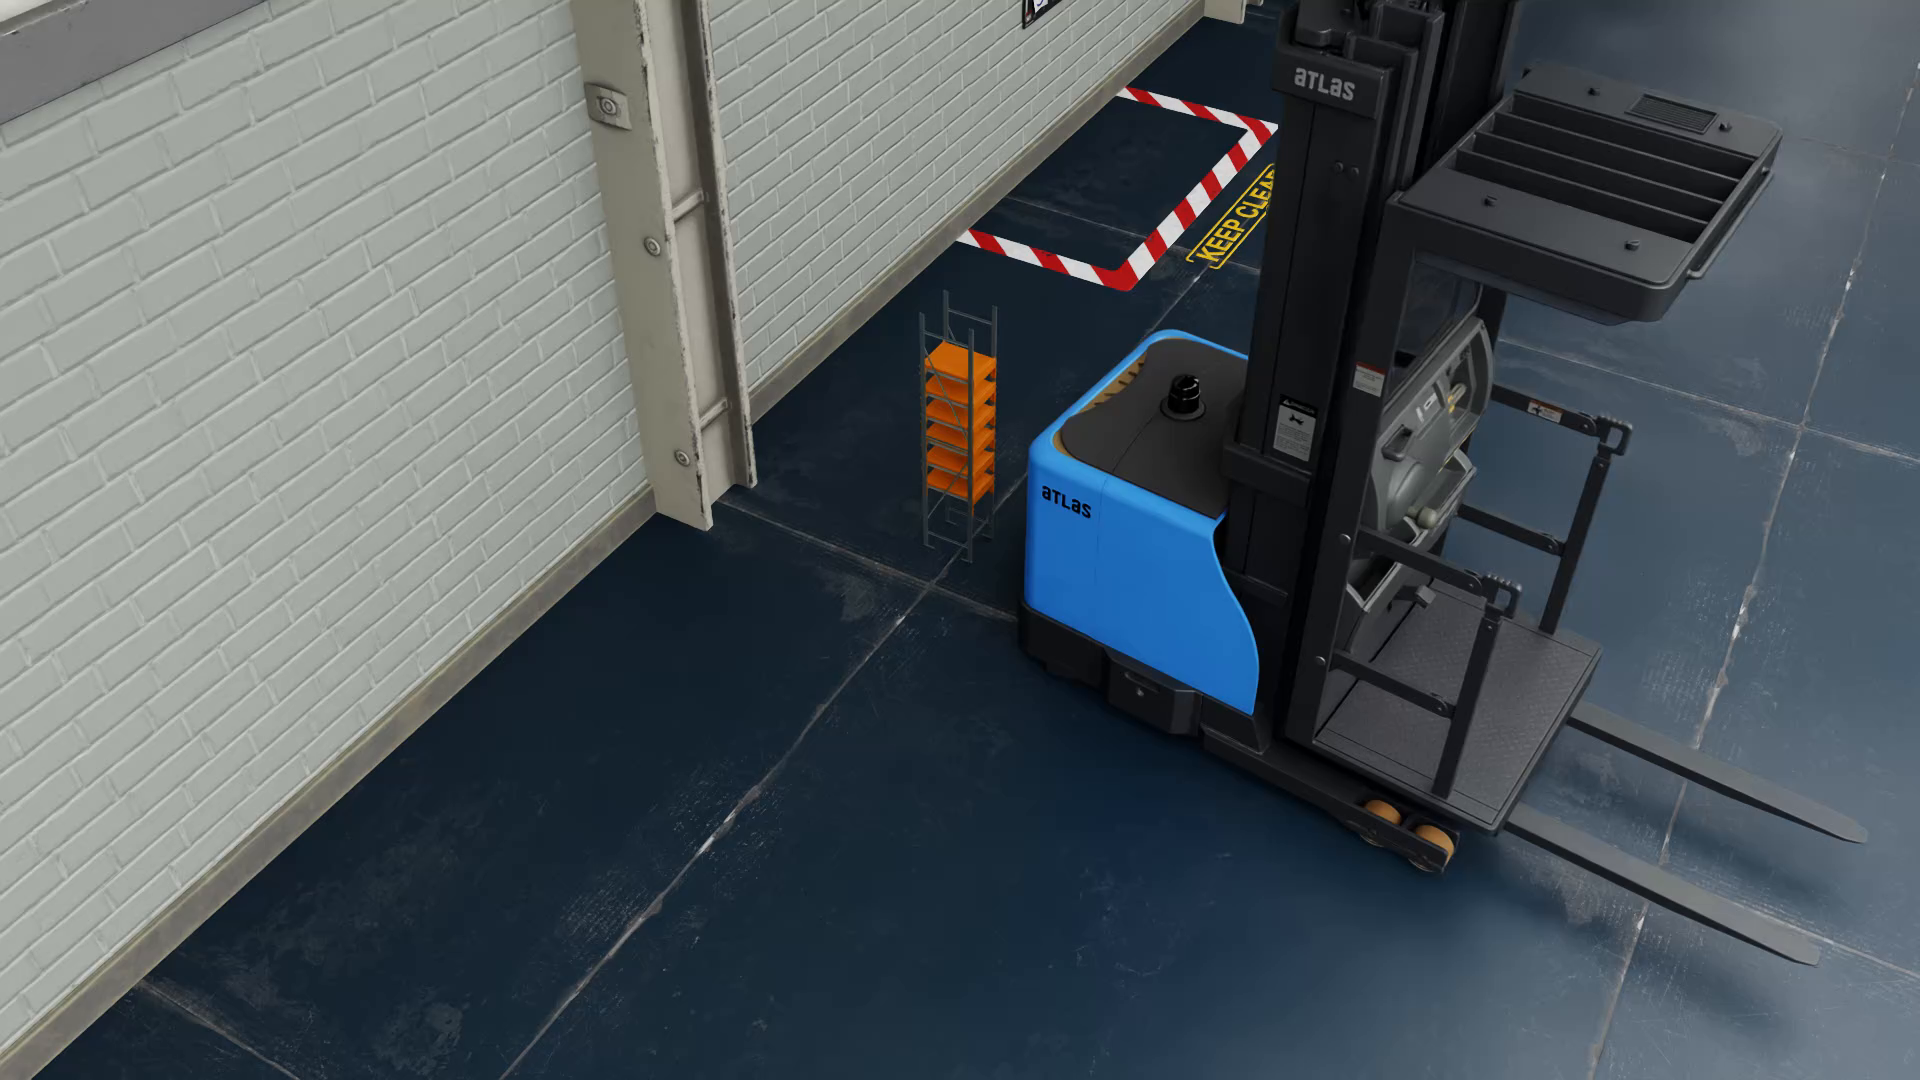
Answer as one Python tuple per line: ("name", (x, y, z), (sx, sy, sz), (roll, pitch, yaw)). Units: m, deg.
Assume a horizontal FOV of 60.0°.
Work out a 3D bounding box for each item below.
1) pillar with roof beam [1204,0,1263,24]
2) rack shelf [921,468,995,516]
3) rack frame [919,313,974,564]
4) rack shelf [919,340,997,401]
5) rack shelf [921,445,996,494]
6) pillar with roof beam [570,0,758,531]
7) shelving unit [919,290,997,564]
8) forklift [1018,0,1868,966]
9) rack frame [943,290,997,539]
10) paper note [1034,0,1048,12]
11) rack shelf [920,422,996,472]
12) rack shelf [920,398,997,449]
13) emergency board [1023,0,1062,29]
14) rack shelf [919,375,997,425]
("pillar with roof beam", (5.583, -5.588, 6.787), (9.100, 9.000, 0.400), (21, 45, 22))
("rack shelf", (-0.007, -0.229, 7.032), (0.258, 0.103, 0.180), (21, 45, 22))
("rack frame", (-0.053, -0.390, 6.785), (0.240, 1.200, 0.006), (21, 45, 22))
("rack shelf", (-0.007, -0.679, 6.636), (0.258, 0.103, 0.180), (21, 45, 22))
("rack shelf", (-0.007, -0.319, 6.953), (0.258, 0.103, 0.180), (21, 45, 22))
("pillar with roof beam", (2.580, -2.155, 2.888), (9.100, 9.000, 0.400), (21, 45, 22))
("shelving unit", (-0.007, -0.442, 6.844), (0.258, 1.200, 0.189), (21, 45, 22))
("forklift", (1.727, -0.325, 5.401), (3.031, 2.935, 1.130), (25, 47, 26))
("rack frame", (0.039, -0.494, 6.904), (0.240, 1.200, 0.006), (21, 45, 22))
("paper note", (0.438, -2.950, 8.997), (0.016, 0.148, 0.142), (21, 45, 22))
("rack shelf", (-0.007, -0.409, 6.873), (0.258, 0.103, 0.180), (21, 45, 22))
("rack shelf", (-0.007, -0.499, 6.794), (0.258, 0.103, 0.180), (21, 45, 22))
("emergency board", (0.566, -3.360, 8.796), (0.157, 1.169, 0.626), (21, 45, 22))
("rack shelf", (-0.007, -0.589, 6.715), (0.258, 0.103, 0.180), (21, 45, 22))
